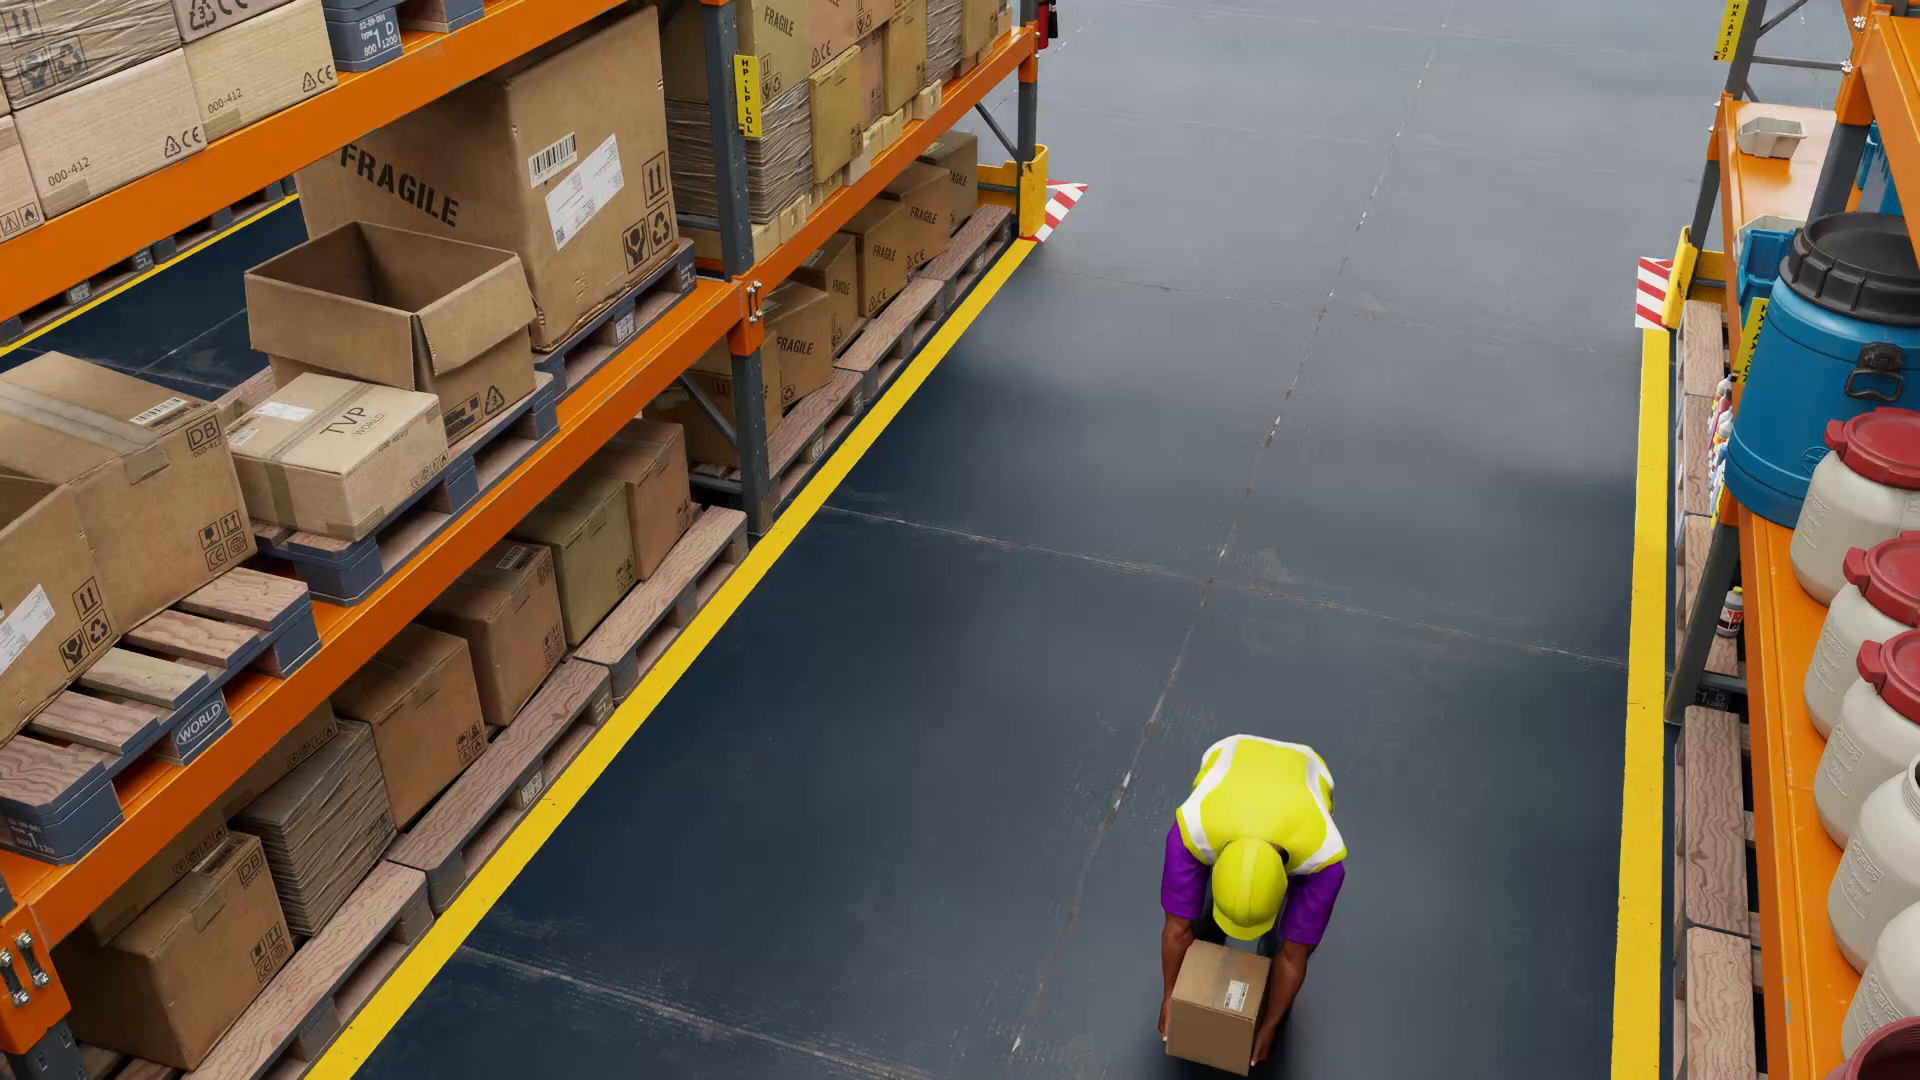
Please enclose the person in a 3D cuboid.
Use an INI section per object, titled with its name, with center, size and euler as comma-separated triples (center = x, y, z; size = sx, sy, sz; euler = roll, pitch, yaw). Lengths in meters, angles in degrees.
[person]
center = 0.906, 1.088, 5.145
size = 0.526, 1.007, 0.947
euler = 10, 34, 15
